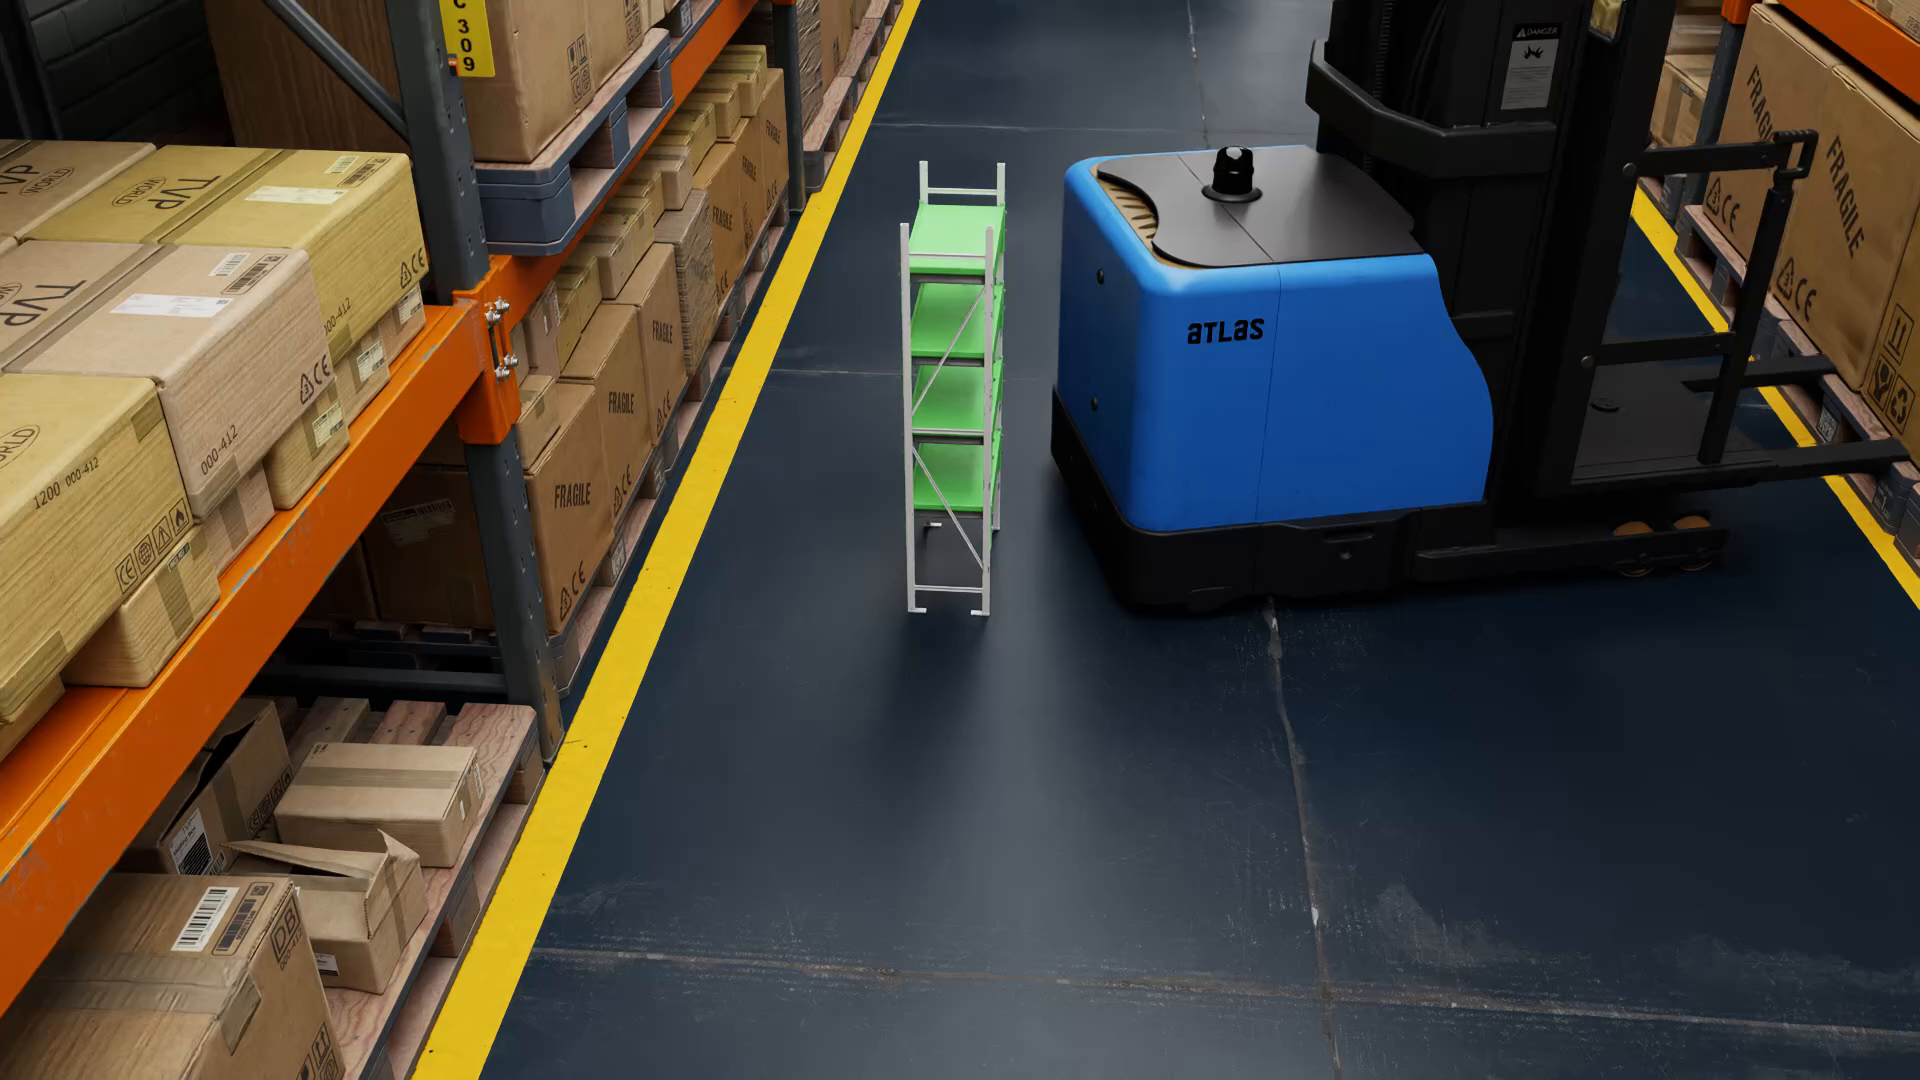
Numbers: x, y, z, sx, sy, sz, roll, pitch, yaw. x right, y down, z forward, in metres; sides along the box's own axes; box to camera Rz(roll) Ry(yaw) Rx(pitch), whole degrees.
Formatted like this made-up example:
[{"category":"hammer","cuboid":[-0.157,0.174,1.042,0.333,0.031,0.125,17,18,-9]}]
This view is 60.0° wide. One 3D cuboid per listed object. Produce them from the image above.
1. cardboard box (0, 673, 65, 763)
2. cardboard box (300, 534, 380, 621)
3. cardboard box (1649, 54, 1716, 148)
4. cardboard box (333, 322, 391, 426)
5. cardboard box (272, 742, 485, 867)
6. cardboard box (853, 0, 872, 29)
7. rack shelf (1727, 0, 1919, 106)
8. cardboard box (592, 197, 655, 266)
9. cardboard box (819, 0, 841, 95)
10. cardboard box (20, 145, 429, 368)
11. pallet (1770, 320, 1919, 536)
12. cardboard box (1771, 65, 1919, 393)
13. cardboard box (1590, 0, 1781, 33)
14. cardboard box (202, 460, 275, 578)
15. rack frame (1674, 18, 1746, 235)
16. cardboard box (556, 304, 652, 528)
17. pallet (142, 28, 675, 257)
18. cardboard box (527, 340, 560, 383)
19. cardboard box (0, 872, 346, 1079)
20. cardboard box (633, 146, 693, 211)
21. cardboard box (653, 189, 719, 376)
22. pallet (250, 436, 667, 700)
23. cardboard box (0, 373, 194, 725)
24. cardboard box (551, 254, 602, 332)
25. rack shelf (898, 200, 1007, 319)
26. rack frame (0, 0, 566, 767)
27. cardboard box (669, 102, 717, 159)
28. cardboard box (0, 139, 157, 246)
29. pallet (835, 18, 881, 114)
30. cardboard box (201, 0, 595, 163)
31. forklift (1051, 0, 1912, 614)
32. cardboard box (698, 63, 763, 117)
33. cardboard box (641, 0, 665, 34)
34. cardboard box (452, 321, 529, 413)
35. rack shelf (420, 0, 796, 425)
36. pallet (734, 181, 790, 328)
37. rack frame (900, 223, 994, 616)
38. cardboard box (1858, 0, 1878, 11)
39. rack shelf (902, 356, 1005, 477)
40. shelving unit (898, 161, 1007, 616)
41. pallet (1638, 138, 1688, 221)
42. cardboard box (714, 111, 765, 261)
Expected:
[{"category":"cardboard box","cuboid":[-1.493,0.214,2.283,0.380,0.149,0.250,3,32,5]},{"category":"cardboard box","cuboid":[-1.803,-0.129,4.583,0.500,0.500,0.500,2,32,4]},{"category":"cardboard box","cuboid":[3.781,-1.982,7.711,0.950,0.372,0.625,0,32,1]},{"category":"cardboard box","cuboid":[-1.322,-0.324,3.156,0.380,0.149,0.250,3,32,5]},{"category":"cardboard box","cuboid":[-1.301,0.593,3.745,0.380,0.149,0.250,2,32,2]},{"category":"cardboard box","cuboid":[-0.999,-3.418,9.800,0.875,0.625,0.625,2,32,3]},{"category":"rack shelf","cuboid":[3.562,-1.275,5.145,1.077,0.370,4.000,2,32,4]},{"category":"cardboard box","cuboid":[-1.210,-0.998,5.374,0.380,0.149,0.250,4,32,6]},{"category":"cardboard box","cuboid":[-1.113,-2.672,8.590,0.875,0.625,0.625,3,32,6]},{"category":"cardboard box","cuboid":[-1.347,-0.531,3.113,0.500,0.250,0.500,3,32,5]},{"category":"pallet","cuboid":[3.484,-0.394,5.689,1.003,0.211,1.213,2,32,4]},{"category":"cardboard box","cuboid":[3.509,-1.077,5.764,0.875,0.875,0.875,3,32,5]},{"category":"cardboard box","cuboid":[3.900,-2.764,8.981,0.950,0.372,0.625,3,32,6]},{"category":"cardboard box","cuboid":[-1.368,-0.051,2.713,0.380,0.149,0.250,3,32,5]},{"category":"rack frame","cuboid":[3.725,-2.627,6.653,1.000,3.000,0.127,2,32,4]},{"category":"cardboard box","cuboid":[-1.251,-0.382,4.993,0.500,0.500,0.500,2,32,3]},{"category":"pallet","cuboid":[-1.375,-1.077,4.321,1.003,0.211,1.213,2,32,4]},{"category":"cardboard box","cuboid":[-1.309,-0.460,4.502,0.380,0.149,0.250,2,32,3]},{"category":"cardboard box","cuboid":[-1.537,0.928,2.868,0.700,0.500,0.500,1,32,2]},{"category":"cardboard box","cuboid":[-1.146,-1.266,5.810,0.380,0.149,0.250,1,32,2]},{"category":"cardboard box","cuboid":[-1.158,-0.914,5.856,0.500,0.500,0.500,1,32,2]},{"category":"pallet","cuboid":[-1.520,0.015,5.025,1.003,0.211,1.213,2,32,4]},{"category":"cardboard box","cuboid":[-1.427,-0.009,2.264,0.500,0.250,0.500,2,32,4]},{"category":"cardboard box","cuboid":[-1.290,-0.739,4.954,0.380,0.149,0.250,2,32,3]},{"category":"rack shelf","cuboid":[-0.013,-0.778,4.576,0.258,0.148,0.480,2,32,4]},{"category":"rack frame","cuboid":[-1.548,-0.745,3.600,1.000,3.000,0.127,2,32,4]},{"category":"cardboard box","cuboid":[-1.134,-1.543,6.258,0.380,0.149,0.250,3,32,5]},{"category":"cardboard box","cuboid":[-1.858,-0.561,3.160,0.500,0.250,0.500,2,32,3]},{"category":"pallet","cuboid":[-1.015,-2.715,9.454,1.003,0.211,1.213,2,32,4]},{"category":"cardboard box","cuboid":[-1.286,-1.210,3.859,0.700,0.500,0.500,3,32,5]},{"category":"forklift","cuboid":[1.873,-1.402,4.732,3.031,2.935,1.130,-6,32,-9]},{"category":"cardboard box","cuboid":[-1.002,-1.815,6.699,0.380,0.149,0.250,1,32,1]},{"category":"cardboard box","cuboid":[-1.053,-1.577,4.678,0.396,0.266,0.258,4,32,6]},{"category":"cardboard box","cuboid":[-1.314,-0.441,4.188,0.380,0.149,0.250,2,32,3]},{"category":"rack shelf","cuboid":[-1.386,-1.485,5.486,1.077,0.370,4.000,2,32,4]},{"category":"pallet","cuboid":[-1.321,-1.261,7.095,1.003,0.211,1.213,2,32,4]},{"category":"rack frame","cuboid":[-0.033,-0.297,4.588,0.240,1.200,0.015,2,32,4]},{"category":"cardboard box","cuboid":[3.410,-2.049,5.858,0.500,0.250,0.500,2,32,3]},{"category":"rack shelf","cuboid":[-0.013,-0.370,4.828,0.258,0.148,0.480,2,32,4]},{"category":"shelving unit","cuboid":[-0.013,-0.424,4.795,0.258,1.200,0.503,2,32,4]},{"category":"pallet","cuboid":[3.790,-1.848,8.048,1.003,0.211,1.213,2,32,4]},{"category":"cardboard box","cuboid":[-1.094,-1.460,6.742,0.500,0.500,0.500,2,32,3]}]
